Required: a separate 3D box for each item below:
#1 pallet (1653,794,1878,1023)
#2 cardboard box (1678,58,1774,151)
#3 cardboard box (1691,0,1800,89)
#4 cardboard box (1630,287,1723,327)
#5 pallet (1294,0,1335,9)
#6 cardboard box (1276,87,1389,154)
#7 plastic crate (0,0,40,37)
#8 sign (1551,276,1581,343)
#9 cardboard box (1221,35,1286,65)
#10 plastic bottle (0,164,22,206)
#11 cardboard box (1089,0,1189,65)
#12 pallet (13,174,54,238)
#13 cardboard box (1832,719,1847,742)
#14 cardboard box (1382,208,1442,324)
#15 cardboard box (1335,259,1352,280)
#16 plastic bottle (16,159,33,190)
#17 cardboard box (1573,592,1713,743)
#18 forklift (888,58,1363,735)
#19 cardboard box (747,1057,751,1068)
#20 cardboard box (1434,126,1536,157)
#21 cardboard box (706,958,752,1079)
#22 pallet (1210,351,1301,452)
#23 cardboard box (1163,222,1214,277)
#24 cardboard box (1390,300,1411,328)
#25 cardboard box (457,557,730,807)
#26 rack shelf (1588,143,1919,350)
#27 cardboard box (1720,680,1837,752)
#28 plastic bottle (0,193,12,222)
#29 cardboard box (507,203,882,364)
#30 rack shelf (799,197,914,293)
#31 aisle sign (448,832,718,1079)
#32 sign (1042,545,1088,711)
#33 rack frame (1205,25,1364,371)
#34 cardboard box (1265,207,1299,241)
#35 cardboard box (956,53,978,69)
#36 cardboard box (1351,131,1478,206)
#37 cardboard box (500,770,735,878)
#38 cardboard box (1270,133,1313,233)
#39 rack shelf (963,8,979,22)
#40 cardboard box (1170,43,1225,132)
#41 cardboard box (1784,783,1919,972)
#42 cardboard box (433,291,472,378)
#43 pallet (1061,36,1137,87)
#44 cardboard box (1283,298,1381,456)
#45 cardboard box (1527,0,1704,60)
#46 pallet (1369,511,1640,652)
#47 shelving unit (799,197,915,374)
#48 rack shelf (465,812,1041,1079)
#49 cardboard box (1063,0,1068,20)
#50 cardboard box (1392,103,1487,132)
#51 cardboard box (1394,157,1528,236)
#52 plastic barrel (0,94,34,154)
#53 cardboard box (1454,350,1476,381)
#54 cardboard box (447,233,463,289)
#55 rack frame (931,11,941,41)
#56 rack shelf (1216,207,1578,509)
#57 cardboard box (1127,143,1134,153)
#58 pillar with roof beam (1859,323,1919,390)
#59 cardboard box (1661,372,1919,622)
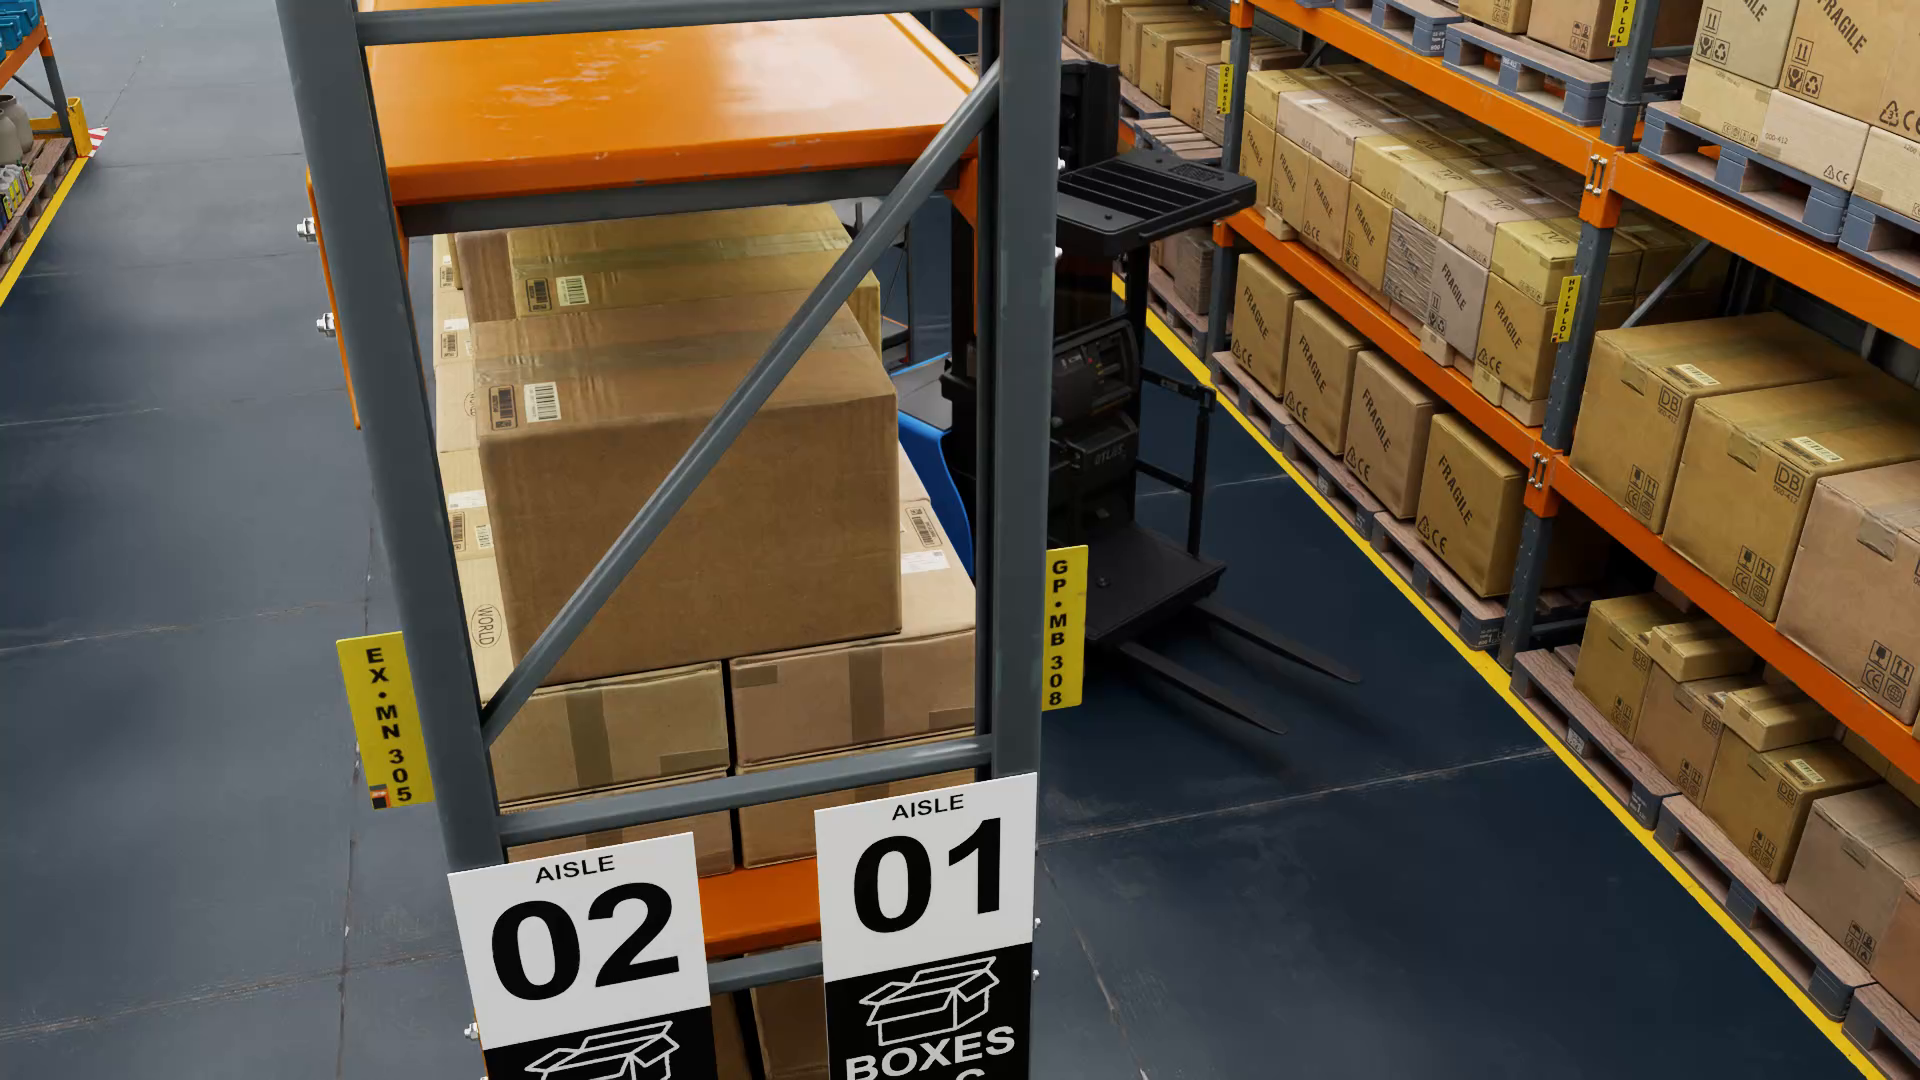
[{"bbox_3d":[3.810,1.487,7.201,1.003,0.211,1.213,-8,31,-13],"label":"pallet"},{"bbox_3d":[3.285,-1.777,6.693,0.500,0.250,0.500,-8,31,-13],"label":"cardboard box"},{"bbox_3d":[3.275,-2.089,6.483,0.500,0.500,0.500,-8,31,-14],"label":"cardboard box"},{"bbox_3d":[3.477,-1.124,8.512,0.500,0.500,0.500,-9,31,-15],"label":"cardboard box"},{"bbox_3d":[2.517,-3.532,10.283,1.213,0.211,1.003,-6,31,-11],"label":"pallet"},{"bbox_3d":[2.310,-2.612,10.334,0.500,0.250,0.500,-8,31,-14],"label":"cardboard box"},{"bbox_3d":[-8.959,-4.900,15.600,0.499,0.251,0.616,-8,31,-13],"label":"plastic crate"},{"bbox_3d":[2.836,-1.078,7.772,0.100,0.325,0.005,-8,31,-13],"label":"sign"},{"bbox_3d":[2.074,-3.450,11.761,0.380,0.149,0.250,-13,33,-22],"label":"cardboard box"},{"bbox_3d":[-8.345,-3.109,14.564,0.144,0.351,0.185,-7,31,-11],"label":"plastic bottle"},{"bbox_3d":[1.476,-4.264,13.814,0.700,0.500,0.500,-5,30,-8],"label":"cardboard box"},{"bbox_3d":[-8.784,-2.948,14.863,1.003,0.211,1.213,-8,31,-13],"label":"pallet"},{"bbox_3d":[3.887,0.714,7.182,0.380,0.149,0.250,-8,31,-13],"label":"cardboard box"},{"bbox_3d":[2.721,-1.547,9.242,0.500,0.500,0.500,-8,31,-13],"label":"cardboard box"},{"bbox_3d":[2.527,-1.712,10.175,0.380,0.149,0.250,-7,31,-13],"label":"cardboard box"},{"bbox_3d":[-8.422,-3.298,14.957,0.061,0.283,0.133,-7,31,-12],"label":"plastic bottle"},{"bbox_3d":[3.456,0.587,8.048,0.700,0.500,0.500,-7,31,-13],"label":"cardboard box"},{"bbox_3d":[0.738,-0.811,8.456,1.130,2.935,3.031,-26,39,-37],"label":"forklift"},{"bbox_3d":[-0.363,1.364,4.531,0.500,0.500,0.500,-8,31,-14],"label":"cardboard box"},{"bbox_3d":[3.068,-2.195,9.615,0.500,0.250,0.500,-9,31,-14],"label":"cardboard box"},{"bbox_3d":[-0.740,1.250,3.729,0.500,0.500,0.500,-8,31,-14],"label":"cardboard box"},{"bbox_3d":[2.431,-1.022,11.536,1.003,0.211,1.213,-8,31,-13],"label":"pallet"},{"bbox_3d":[2.029,-2.333,13.074,0.700,0.500,0.500,-8,31,-13],"label":"cardboard box"},{"bbox_3d":[2.699,-1.333,9.520,0.380,0.149,0.250,-9,31,-15],"label":"cardboard box"},{"bbox_3d":[-0.739,0.241,3.227,0.500,0.250,0.500,-8,31,-13],"label":"cardboard box"},{"bbox_3d":[3.887,-0.708,5.935,1.077,0.370,4.000,-8,31,-13],"label":"rack shelf"},{"bbox_3d":[3.510,0.748,7.122,0.380,0.149,0.250,-9,31,-15],"label":"cardboard box"},{"bbox_3d":[-8.187,-2.870,14.218,0.061,0.283,0.133,-6,31,-11],"label":"plastic bottle"},{"bbox_3d":[-0.560,-0.368,3.530,0.700,0.500,0.500,-8,31,-13],"label":"cardboard box"},{"bbox_3d":[-0.581,-1.647,9.360,0.431,0.518,0.480,-26,39,-37],"label":"rack shelf"},{"bbox_3d":[-0.634,0.853,2.917,0.394,0.787,0.004,-8,31,-13],"label":"aisle sign"},{"bbox_3d":[0.166,0.156,2.850,0.100,0.325,0.005,-8,31,-13],"label":"sign"},{"bbox_3d":[2.295,-2.619,11.512,1.000,3.000,0.127,-8,31,-13],"label":"rack frame"},{"bbox_3d":[2.206,-2.067,10.789,0.380,0.149,0.250,-7,31,-12],"label":"cardboard box"},{"bbox_3d":[0.268,-5.164,18.153,0.500,0.311,0.500,-11,32,-19],"label":"cardboard box"},{"bbox_3d":[2.588,-2.125,9.493,0.500,0.250,0.500,-8,31,-14],"label":"cardboard box"},{"bbox_3d":[-0.748,0.458,3.350,0.500,0.250,0.500,-8,31,-13],"label":"cardboard box"},{"bbox_3d":[2.307,-2.277,10.505,0.500,0.500,0.500,-7,31,-12],"label":"cardboard box"},{"bbox_3d":[0.702,-5.206,16.699,1.077,0.370,4.000,-8,31,-13],"label":"rack shelf"},{"bbox_3d":[1.986,-3.345,12.227,0.700,0.500,0.500,-11,32,-18],"label":"cardboard box"},{"bbox_3d":[3.869,1.335,6.756,0.700,0.500,0.500,-9,31,-15],"label":"cardboard box"},{"bbox_3d":[-1.140,-0.483,4.478,0.500,0.250,0.500,-8,31,-13],"label":"cardboard box"},{"bbox_3d":[1.295,-4.080,14.227,1.003,0.211,1.213,-8,31,-13],"label":"pallet"},{"bbox_3d":[2.590,-1.074,10.570,0.750,0.750,0.750,-8,31,-14],"label":"cardboard box"},{"bbox_3d":[3.229,-2.659,8.048,0.700,0.500,0.500,-10,31,-16],"label":"cardboard box"},{"bbox_3d":[3.079,0.157,9.500,1.003,0.211,1.213,-8,31,-13],"label":"pallet"},{"bbox_3d":[-0.581,-1.053,9.704,0.431,2.100,0.503,-26,39,-37],"label":"shelving unit"},{"bbox_3d":[-0.888,-0.048,4.794,1.077,0.370,4.000,-8,31,-13],"label":"rack shelf"},{"bbox_3d":[0.809,-5.007,15.018,0.500,0.500,0.500,-8,31,-13],"label":"cardboard box"},{"bbox_3d":[2.932,-2.441,10.039,0.500,0.250,0.500,-9,31,-15],"label":"cardboard box"},{"bbox_3d":[2.724,-1.879,9.068,0.500,0.250,0.500,-7,31,-12],"label":"cardboard box"},{"bbox_3d":[-9.132,-3.963,15.898,0.421,0.512,0.421,0,30,0],"label":"plastic barrel"},{"bbox_3d":[2.879,-0.963,8.881,0.380,0.149,0.250,-7,31,-12],"label":"cardboard box"},{"bbox_3d":[-1.118,-1.071,4.744,0.700,0.500,0.500,-8,31,-13],"label":"cardboard box"},{"bbox_3d":[0.171,-6.483,18.188,1.000,3.000,0.127,-8,31,-13],"label":"rack frame"},{"bbox_3d":[2.825,-1.342,10.024,1.077,0.370,4.000,-8,31,-13],"label":"rack shelf"},{"bbox_3d":[1.706,-3.168,13.768,0.500,0.250,0.500,-9,31,-15],"label":"cardboard box"},{"bbox_3d":[0.225,-2.489,5.297,9.100,9.000,0.400,-8,31,-13],"label":"pillar with roof beam"},{"bbox_3d":[3.673,-0.200,7.033,0.980,0.700,0.700,-9,31,-15],"label":"cardboard box"}]
